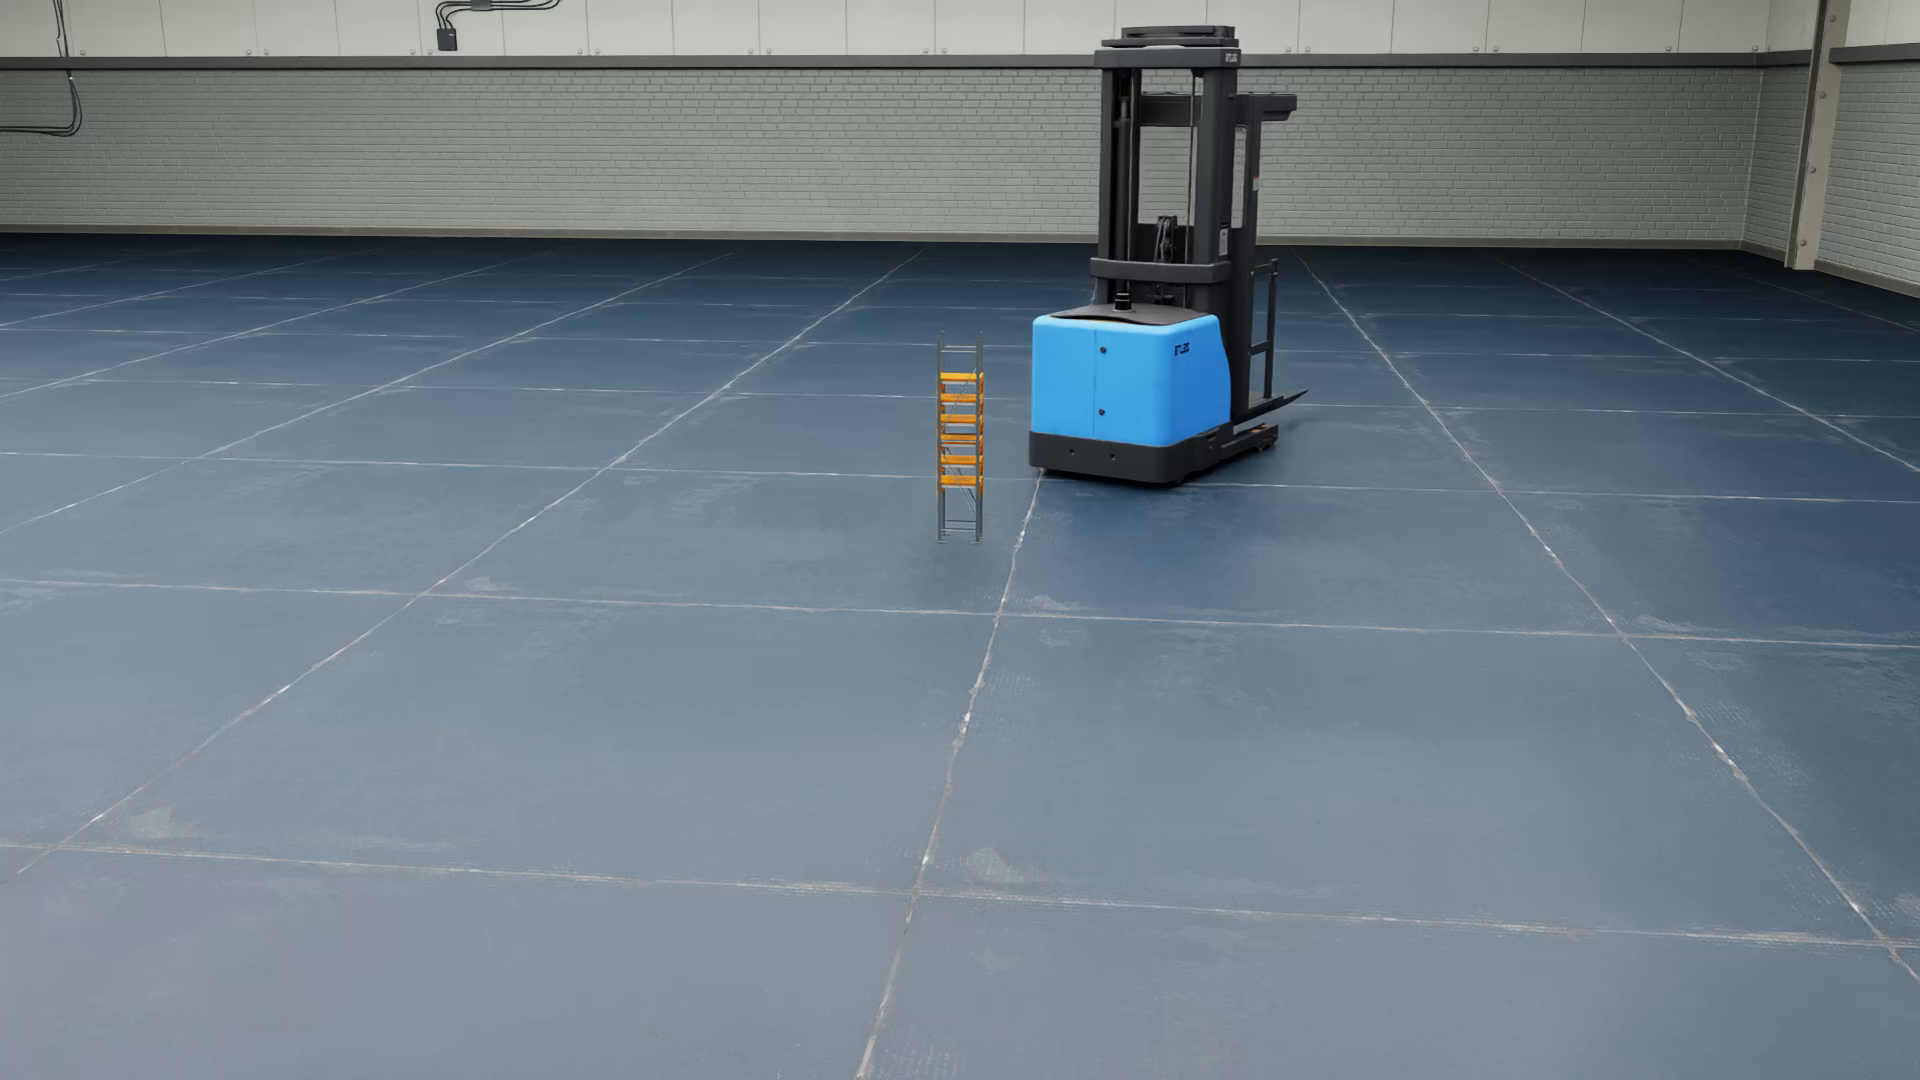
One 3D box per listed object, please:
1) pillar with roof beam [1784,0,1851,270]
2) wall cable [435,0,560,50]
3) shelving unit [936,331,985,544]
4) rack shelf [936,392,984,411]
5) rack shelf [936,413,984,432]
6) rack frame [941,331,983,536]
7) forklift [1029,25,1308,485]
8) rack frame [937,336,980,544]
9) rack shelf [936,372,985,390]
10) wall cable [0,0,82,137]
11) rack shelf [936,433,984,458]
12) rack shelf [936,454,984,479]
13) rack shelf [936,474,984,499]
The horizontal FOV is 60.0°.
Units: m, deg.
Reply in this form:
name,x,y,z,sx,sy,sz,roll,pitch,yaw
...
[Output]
name,x,y,z,sx,sy,sz,roll,pitch,yaw
pillar with roof beam,8.066,-8.466,23.733,9.100,9.000,0.400,2,15,6
wall cable,-7.878,-11.351,27.884,2.305,6.003,0.169,2,15,6
shelving unit,0.002,-0.583,9.519,0.258,1.200,0.189,2,15,6
rack shelf,0.002,-0.772,9.468,0.258,0.103,0.180,2,15,6
rack shelf,0.002,-0.656,9.500,0.258,0.103,0.180,2,15,6
rack frame,0.012,-0.607,9.607,0.240,1.200,0.006,2,15,6
forklift,1.678,-2.110,11.850,1.130,2.935,3.031,9,18,31
rack frame,-0.009,-0.559,9.432,0.240,1.200,0.006,2,15,6
rack shelf,0.002,-0.888,9.437,0.258,0.103,0.180,2,15,6
wall cable,-17.309,-8.494,29.782,3.097,2.526,0.112,2,15,6
rack shelf,0.002,-0.540,9.531,0.258,0.103,0.180,2,15,6
rack shelf,0.002,-0.424,9.562,0.258,0.103,0.180,2,15,6
rack shelf,0.002,-0.308,9.594,0.258,0.103,0.180,2,15,6
